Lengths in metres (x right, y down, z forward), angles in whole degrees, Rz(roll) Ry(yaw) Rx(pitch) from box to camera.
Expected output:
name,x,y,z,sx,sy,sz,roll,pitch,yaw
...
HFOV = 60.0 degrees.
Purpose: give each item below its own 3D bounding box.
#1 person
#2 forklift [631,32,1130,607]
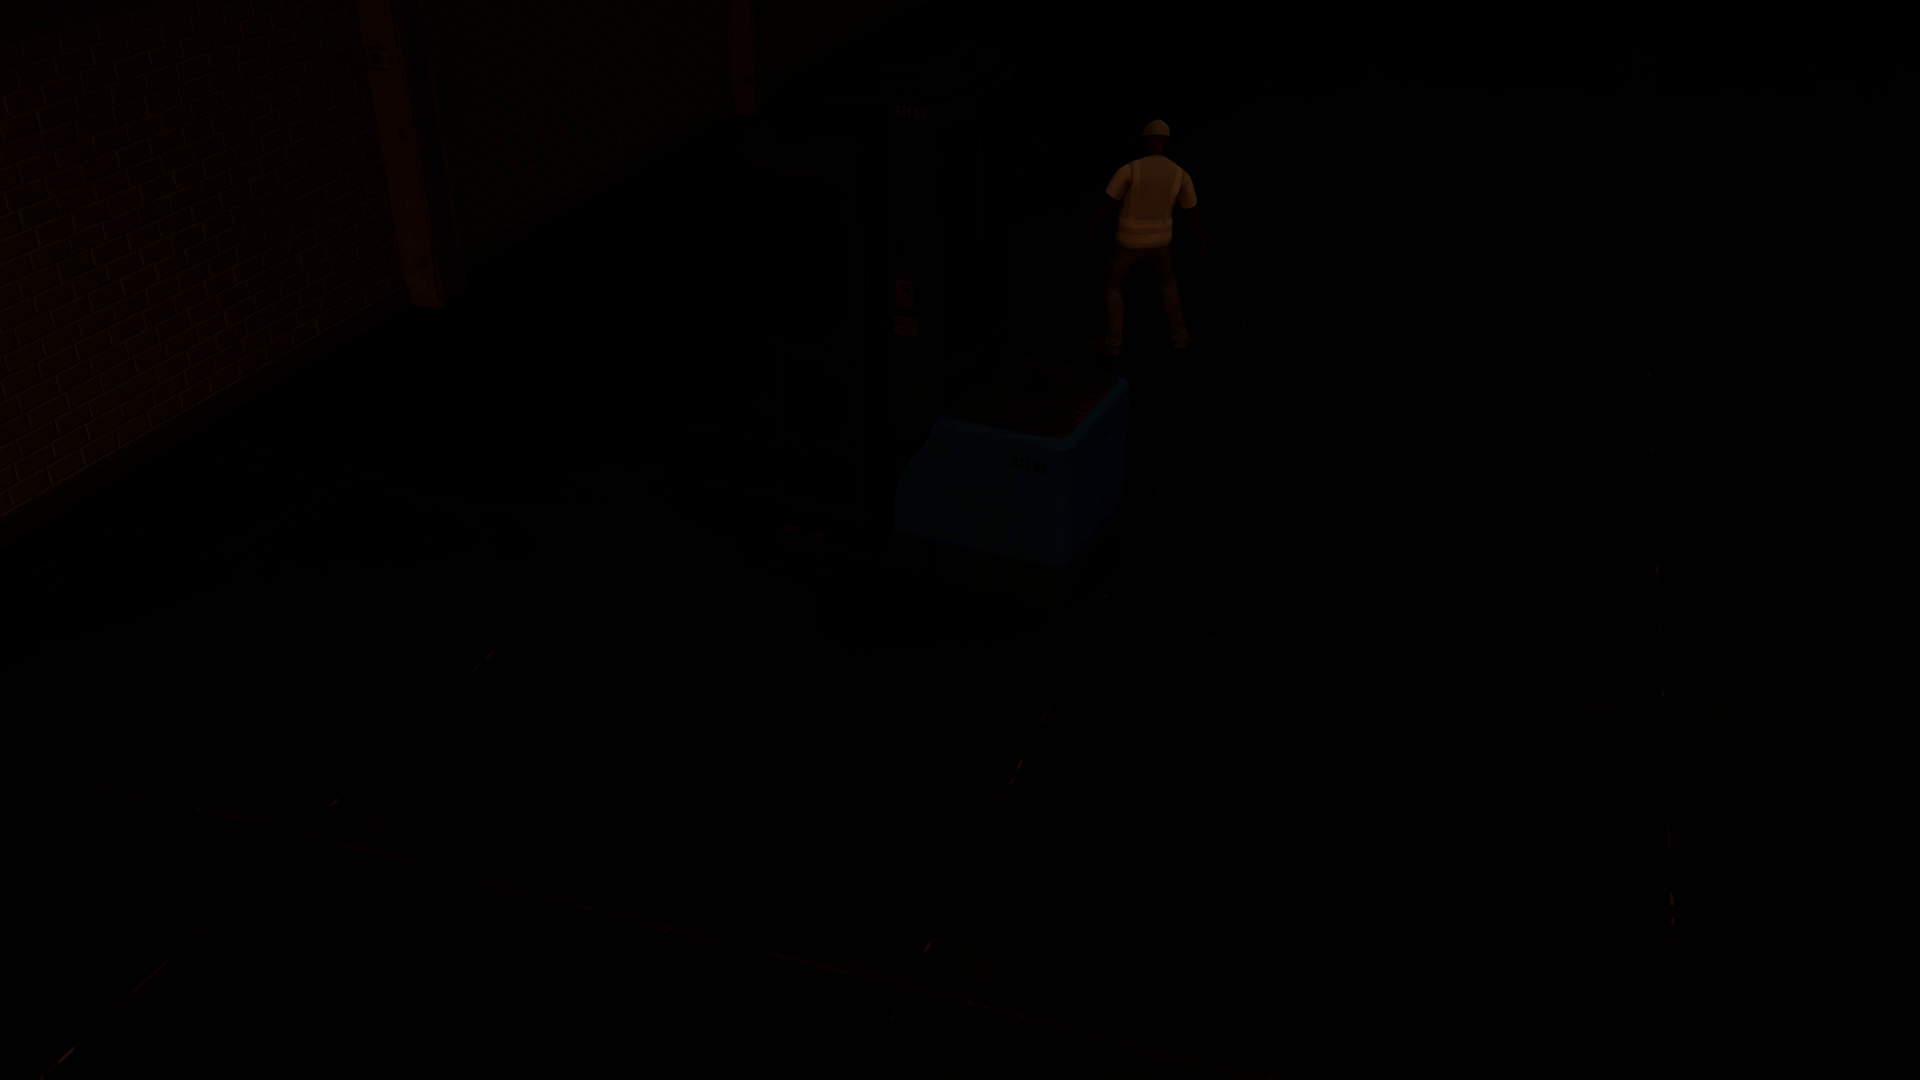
name,x,y,z,sx,sy,sz,roll,pitch,yaw
person,1.370,-2.240,12.320,0.977,1.718,0.439,-6,30,-10
forklift,-0.567,-1.381,9.559,3.031,2.935,1.130,13,32,22
